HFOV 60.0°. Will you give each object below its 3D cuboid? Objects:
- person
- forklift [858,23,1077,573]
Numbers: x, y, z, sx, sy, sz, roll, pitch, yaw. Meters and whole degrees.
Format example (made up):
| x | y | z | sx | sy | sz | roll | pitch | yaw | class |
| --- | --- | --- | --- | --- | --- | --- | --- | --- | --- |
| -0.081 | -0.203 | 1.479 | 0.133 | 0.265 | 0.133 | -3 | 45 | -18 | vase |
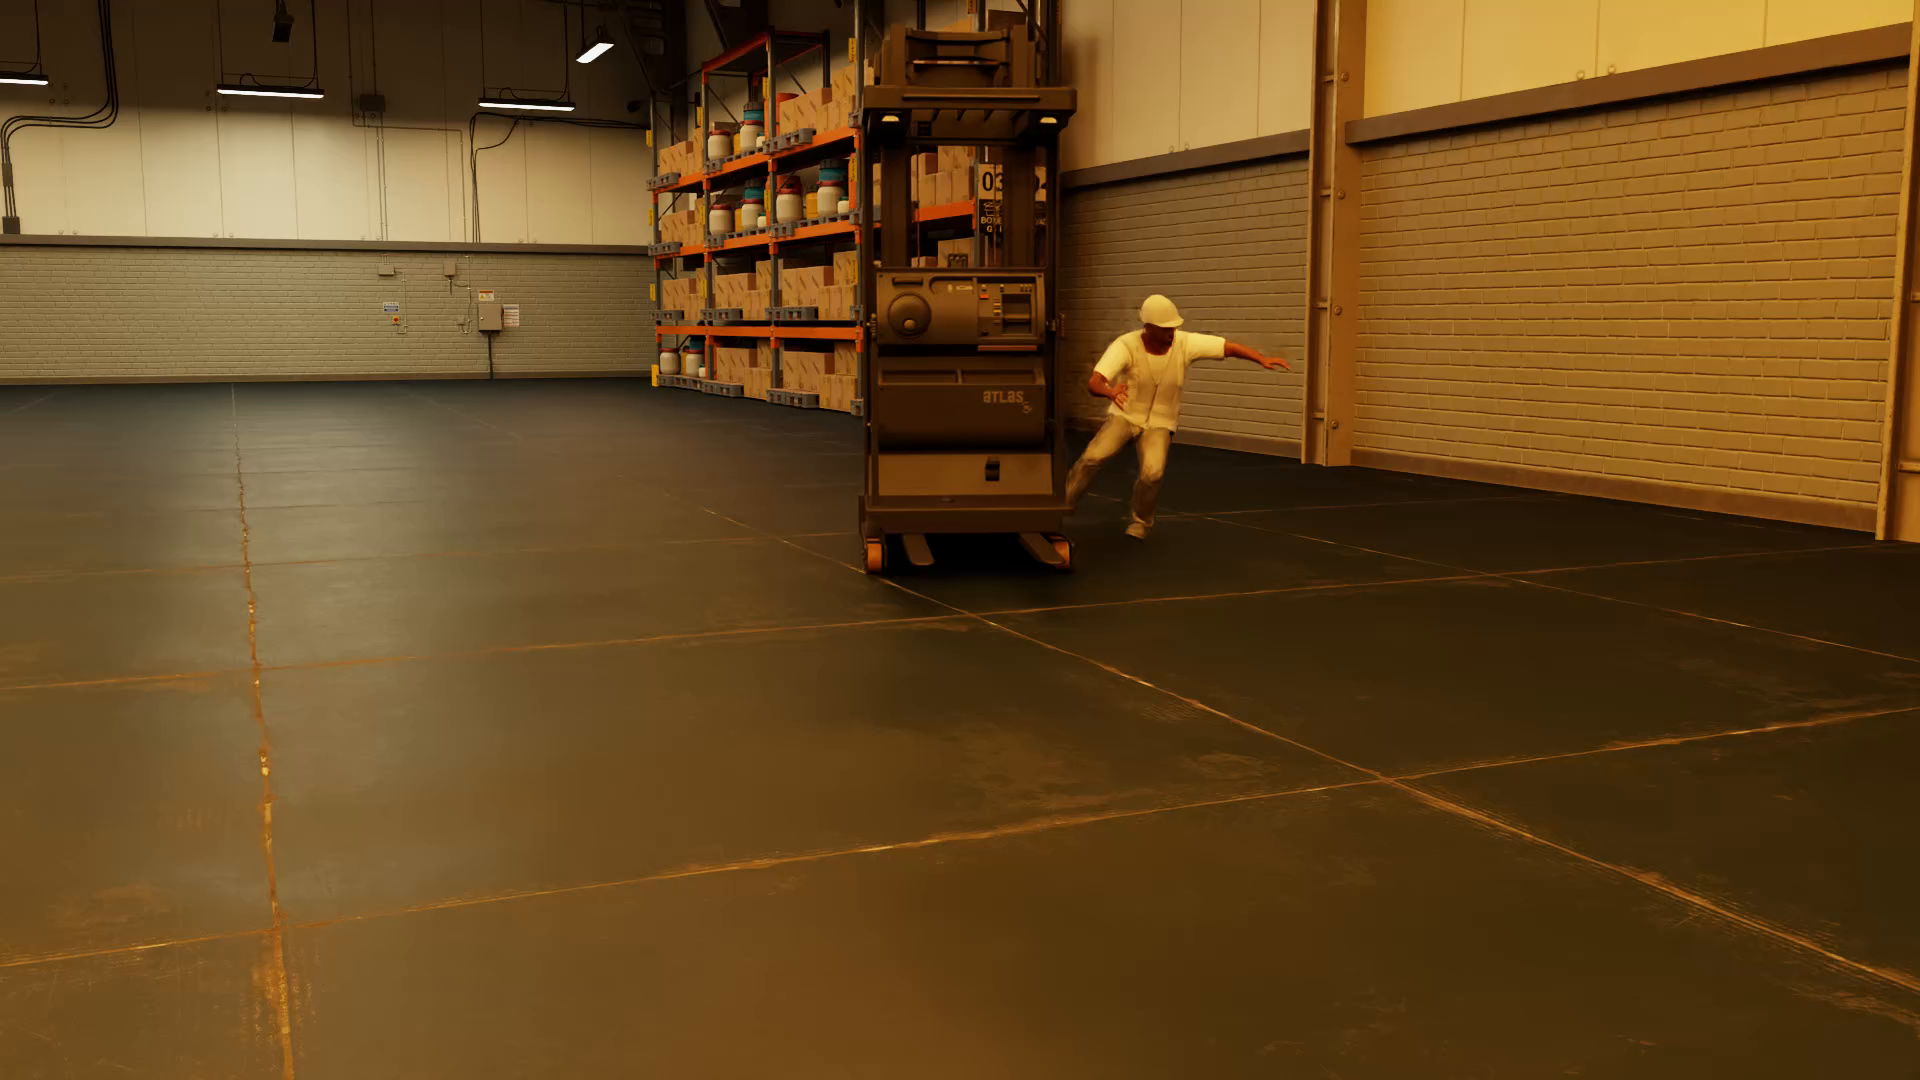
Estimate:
| x | y | z | sx | sy | sz | roll | pitch | yaw | class |
| --- | --- | --- | --- | --- | --- | --- | --- | --- | --- |
| 1.110 | -0.723 | 9.913 | 1.580 | 1.466 | 0.799 | -1 | 8 | -6 | person |
| 0.023 | -1.320 | 8.951 | 1.130 | 2.935 | 3.031 | -1 | 8 | -4 | forklift |
